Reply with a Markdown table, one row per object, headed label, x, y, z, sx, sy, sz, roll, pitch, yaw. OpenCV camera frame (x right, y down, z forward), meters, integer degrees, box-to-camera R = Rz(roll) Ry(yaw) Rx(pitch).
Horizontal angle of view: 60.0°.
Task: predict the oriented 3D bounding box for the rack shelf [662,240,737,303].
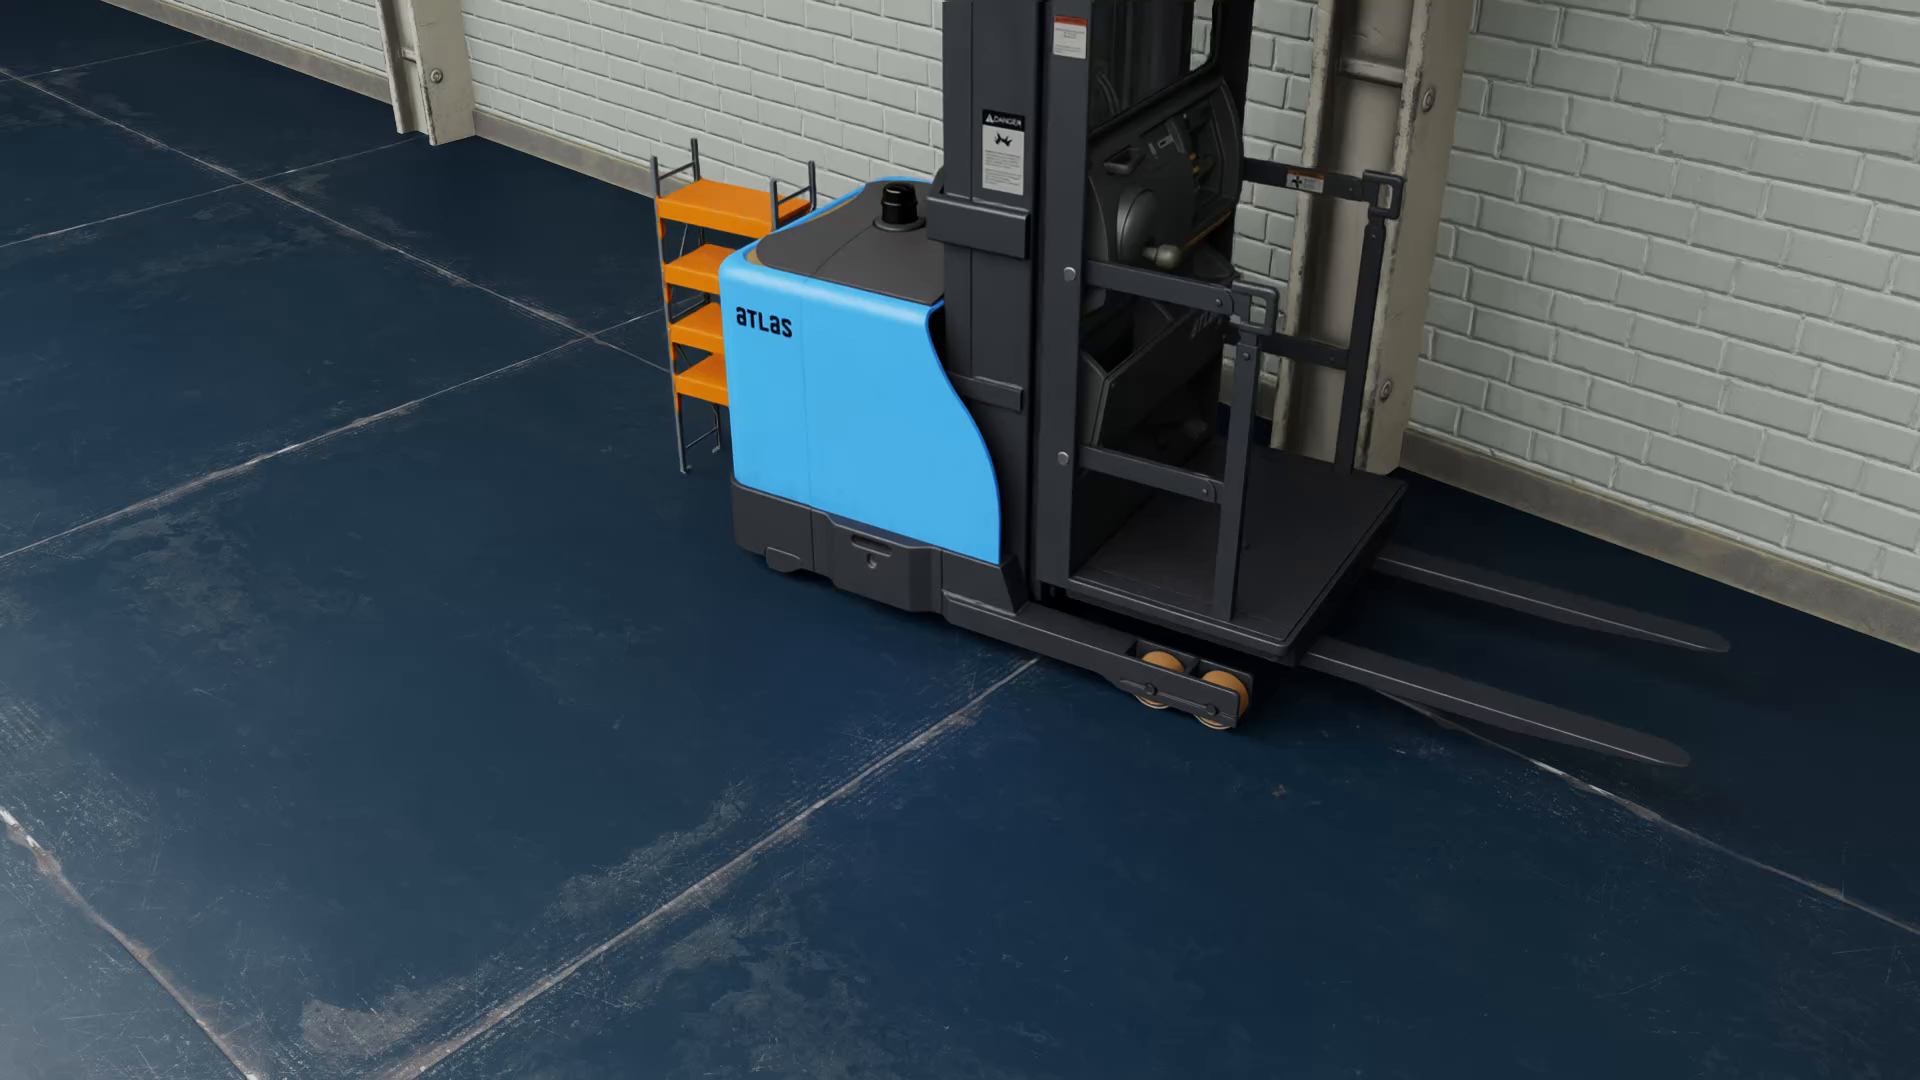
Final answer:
| label | x | y | z | sx | sy | sz | roll | pitch | yaw |
| --- | --- | --- | --- | --- | --- | --- | --- | --- | --- |
| rack shelf | -0.758 | -0.887 | 5.757 | 0.480 | 0.148 | 0.258 | 16 | 35 | 25 |

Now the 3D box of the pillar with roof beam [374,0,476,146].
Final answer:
| label | x | y | z | sx | sy | sz | roll | pitch | yaw |
| --- | --- | --- | --- | --- | --- | --- | --- | --- | --- |
| pillar with roof beam | -5.928 | -4.585 | 4.641 | 0.400 | 9.000 | 9.100 | 25 | 39 | 35 |

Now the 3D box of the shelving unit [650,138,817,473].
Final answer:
| label | x | y | z | sx | sy | sz | roll | pitch | yaw |
| --- | --- | --- | --- | --- | --- | --- | --- | --- | --- |
| shelving unit | -0.758 | -0.753 | 5.838 | 0.503 | 1.200 | 0.258 | 16 | 35 | 25 |

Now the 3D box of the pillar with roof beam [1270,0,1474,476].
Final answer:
| label | x | y | z | sx | sy | sz | roll | pitch | yaw |
| --- | --- | --- | --- | --- | --- | --- | --- | --- | --- |
| pillar with roof beam | -1.479 | -2.509 | 1.192 | 0.400 | 9.000 | 9.100 | 25 | 39 | 35 |

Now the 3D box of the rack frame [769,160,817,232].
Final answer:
| label | x | y | z | sx | sy | sz | roll | pitch | yaw |
| --- | --- | --- | --- | --- | --- | --- | --- | --- | --- |
| rack frame | -0.546 | -0.691 | 5.734 | 0.015 | 1.200 | 0.240 | 16 | 35 | 25 |

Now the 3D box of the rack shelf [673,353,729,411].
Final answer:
| label | x | y | z | sx | sy | sz | roll | pitch | yaw |
| --- | --- | --- | --- | --- | --- | --- | --- | --- | --- |
| rack shelf | -0.758 | -0.526 | 5.975 | 0.480 | 0.148 | 0.258 | 16 | 35 | 25 |

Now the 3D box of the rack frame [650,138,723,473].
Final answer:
| label | x | y | z | sx | sy | sz | roll | pitch | yaw |
| --- | --- | --- | --- | --- | --- | --- | --- | --- | --- |
| rack frame | -0.970 | -0.816 | 5.942 | 0.015 | 1.200 | 0.240 | 16 | 35 | 25 |

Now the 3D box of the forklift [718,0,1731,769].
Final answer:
| label | x | y | z | sx | sy | sz | roll | pitch | yaw |
| --- | --- | --- | --- | --- | --- | --- | --- | --- | --- |
| forklift | 0.767 | -1.019 | 4.602 | 3.031 | 2.935 | 1.130 | 17 | 35 | 26 |

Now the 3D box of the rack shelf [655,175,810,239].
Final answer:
| label | x | y | z | sx | sy | sz | roll | pitch | yaw |
| --- | --- | --- | --- | --- | --- | --- | --- | --- | --- |
| rack shelf | -0.758 | -1.090 | 5.635 | 0.480 | 0.148 | 0.258 | 16 | 35 | 25 |

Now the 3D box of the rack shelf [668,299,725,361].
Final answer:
| label | x | y | z | sx | sy | sz | roll | pitch | yaw |
| --- | --- | --- | --- | --- | --- | --- | --- | --- | --- |
| rack shelf | -0.758 | -0.696 | 5.873 | 0.480 | 0.148 | 0.258 | 16 | 35 | 25 |
